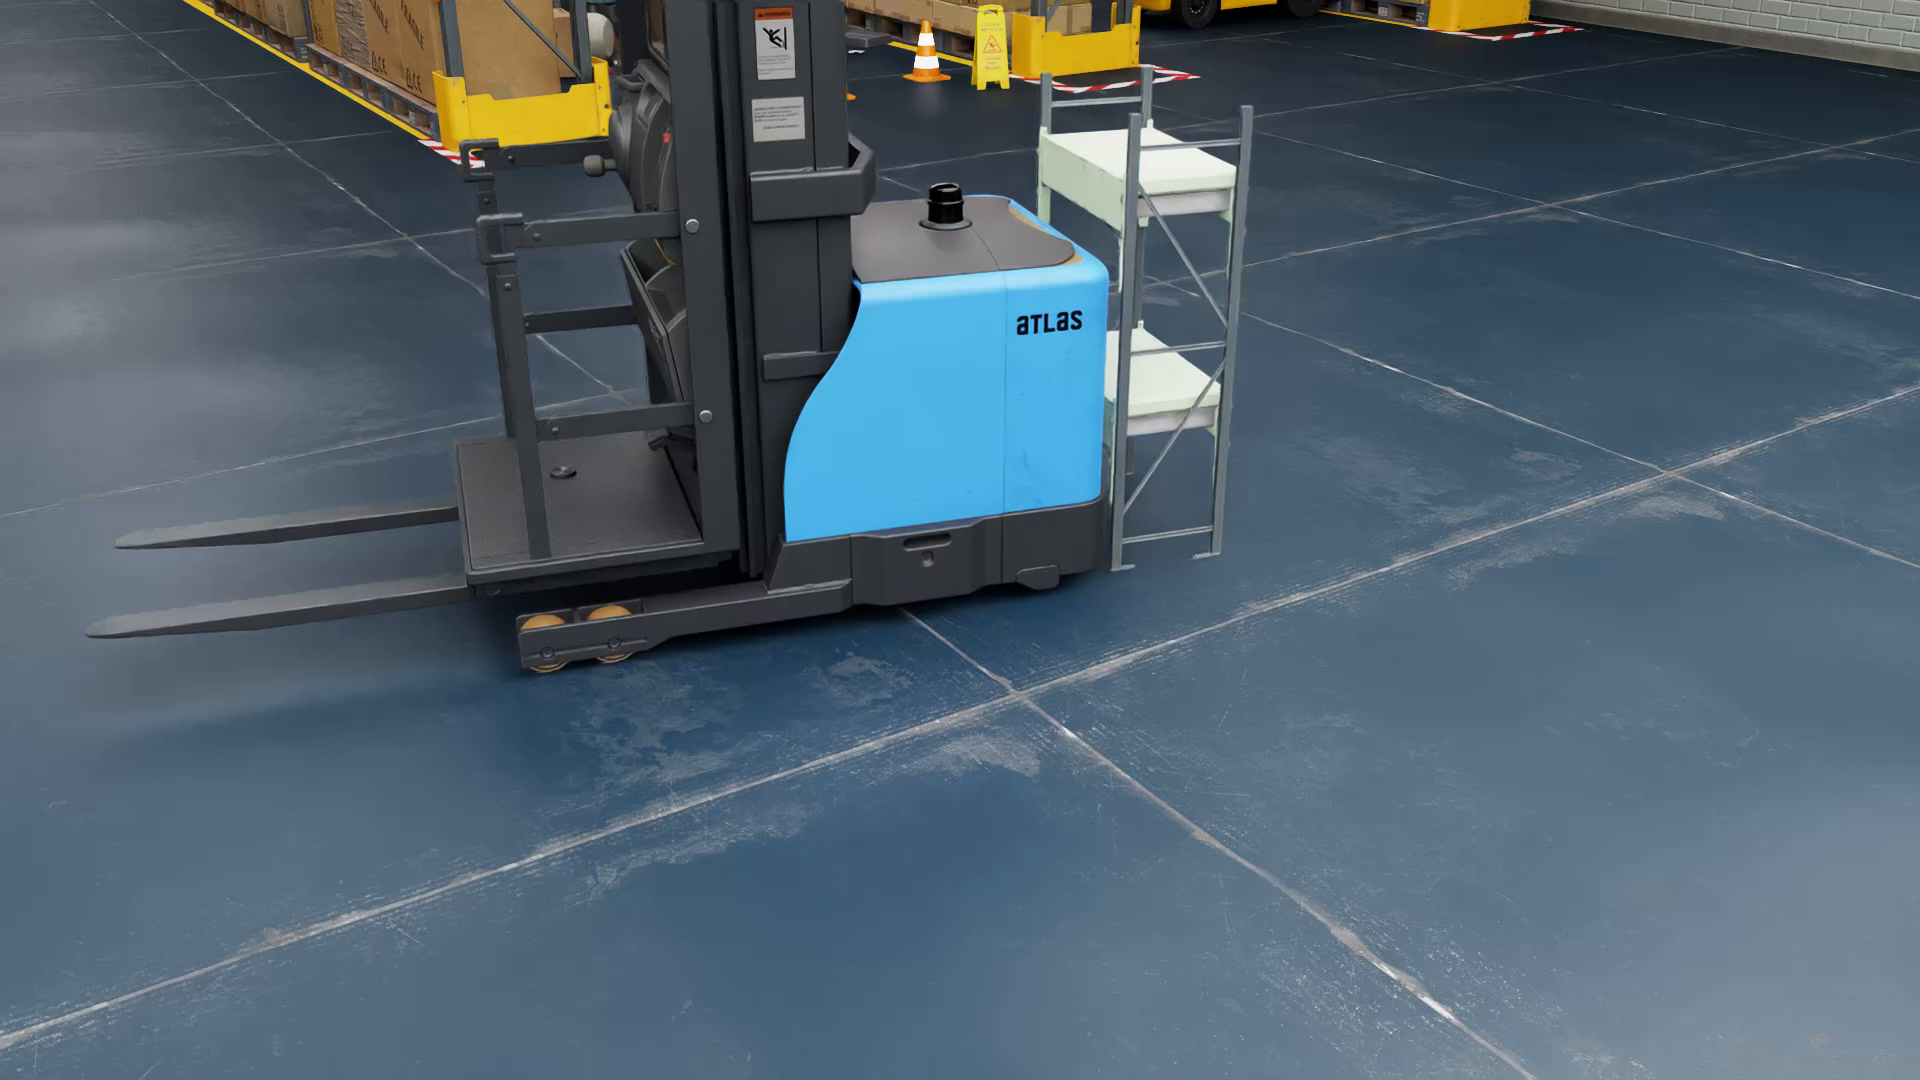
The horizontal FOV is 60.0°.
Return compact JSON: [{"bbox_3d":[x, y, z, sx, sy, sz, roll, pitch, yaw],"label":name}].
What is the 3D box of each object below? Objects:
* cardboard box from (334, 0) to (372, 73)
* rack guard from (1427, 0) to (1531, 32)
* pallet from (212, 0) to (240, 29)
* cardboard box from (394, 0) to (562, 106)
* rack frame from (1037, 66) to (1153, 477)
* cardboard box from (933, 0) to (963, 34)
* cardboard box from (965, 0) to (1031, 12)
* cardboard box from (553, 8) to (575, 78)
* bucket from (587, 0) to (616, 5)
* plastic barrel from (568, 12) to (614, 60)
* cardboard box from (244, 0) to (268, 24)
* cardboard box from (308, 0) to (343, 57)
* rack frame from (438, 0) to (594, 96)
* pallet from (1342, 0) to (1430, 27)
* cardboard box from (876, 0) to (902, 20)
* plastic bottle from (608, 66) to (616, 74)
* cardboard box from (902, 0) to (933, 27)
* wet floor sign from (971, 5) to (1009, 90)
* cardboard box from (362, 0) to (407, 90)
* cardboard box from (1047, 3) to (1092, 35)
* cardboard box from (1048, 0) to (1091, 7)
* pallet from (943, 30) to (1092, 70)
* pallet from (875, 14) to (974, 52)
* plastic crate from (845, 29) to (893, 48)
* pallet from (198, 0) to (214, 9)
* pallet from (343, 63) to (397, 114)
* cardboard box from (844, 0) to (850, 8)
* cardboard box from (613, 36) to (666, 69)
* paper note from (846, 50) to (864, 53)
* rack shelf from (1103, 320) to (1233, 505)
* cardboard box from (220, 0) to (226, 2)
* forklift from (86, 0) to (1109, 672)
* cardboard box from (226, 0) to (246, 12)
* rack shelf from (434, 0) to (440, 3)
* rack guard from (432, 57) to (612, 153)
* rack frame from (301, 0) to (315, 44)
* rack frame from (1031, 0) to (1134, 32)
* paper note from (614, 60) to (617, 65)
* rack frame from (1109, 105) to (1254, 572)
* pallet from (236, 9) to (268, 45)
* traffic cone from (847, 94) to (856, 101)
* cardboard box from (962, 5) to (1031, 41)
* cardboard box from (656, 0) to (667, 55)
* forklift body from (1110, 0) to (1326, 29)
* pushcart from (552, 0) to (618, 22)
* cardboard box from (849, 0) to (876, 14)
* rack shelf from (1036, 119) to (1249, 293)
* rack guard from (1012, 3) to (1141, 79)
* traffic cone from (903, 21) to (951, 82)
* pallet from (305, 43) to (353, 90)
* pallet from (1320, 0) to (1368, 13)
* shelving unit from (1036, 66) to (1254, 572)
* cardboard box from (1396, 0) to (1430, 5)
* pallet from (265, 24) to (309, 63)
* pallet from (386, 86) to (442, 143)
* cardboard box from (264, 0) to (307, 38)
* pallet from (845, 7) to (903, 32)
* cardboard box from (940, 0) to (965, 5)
[{"bbox_3d":[-4.457,-4.290,13.321,0.875,0.875,0.875,-15,29,-29],"label":"cardboard box"},{"bbox_3d":[5.209,-5.402,16.607,1.175,0.500,0.348,-16,29,-30],"label":"rack guard"},{"bbox_3d":[-7.053,-5.494,17.140,1.003,0.211,1.213,-16,29,-30],"label":"pallet"},{"bbox_3d":[-3.479,-3.649,11.963,0.875,0.875,0.875,-15,29,-29],"label":"cardboard box"},{"bbox_3d":[0.460,-0.899,5.897,0.400,1.500,0.023,-8,26,-16],"label":"rack frame"},{"bbox_3d":[0.096,-4.743,15.012,0.500,0.250,0.500,-15,29,-29],"label":"cardboard box"},{"bbox_3d":[0.383,-4.894,14.454,0.500,0.500,0.500,-15,29,-29],"label":"cardboard box"},{"bbox_3d":[-3.530,-4.178,14.013,0.500,0.500,0.500,-10,27,-21],"label":"cardboard box"},{"bbox_3d":[-3.231,-5.319,15.558,0.726,0.611,0.620,-6,16,-12],"label":"bucket"},{"bbox_3d":[-3.333,-4.410,14.597,0.512,0.421,0.421,3,25,6],"label":"plastic barrel"},{"bbox_3d":[-6.175,-5.343,15.698,1.050,0.750,0.750,-16,29,-30],"label":"cardboard box"},{"bbox_3d":[-4.952,-4.612,14.002,0.875,0.875,0.875,-15,29,-29],"label":"cardboard box"},{"bbox_3d":[-3.053,-4.193,11.118,1.000,3.000,0.127,-16,29,-30],"label":"rack frame"},{"bbox_3d":[4.743,-5.544,17.246,1.003,0.211,1.213,-16,29,-30],"label":"pallet"},{"bbox_3d":[-0.456,-5.109,15.787,0.500,0.250,0.500,-16,30,-30],"label":"cardboard box"},{"bbox_3d":[-3.062,-3.983,14.115,0.133,0.061,0.283,18,31,33],"label":"plastic bottle"},{"bbox_3d":[-0.194,-4.929,15.406,0.500,0.250,0.500,-17,30,-31],"label":"cardboard box"},{"bbox_3d":[0.246,-4.001,13.469,0.267,0.644,0.232,-6,26,-12],"label":"wet floor sign"},{"bbox_3d":[-3.961,-3.963,12.629,0.875,0.875,0.875,-16,30,-30],"label":"cardboard box"},{"bbox_3d":[0.830,-4.682,14.884,0.500,0.250,0.500,-16,30,-30],"label":"cardboard box"},{"bbox_3d":[0.817,-5.030,14.741,0.500,0.500,0.500,-17,30,-31],"label":"cardboard box"},{"bbox_3d":[0.583,-4.448,14.924,1.003,0.211,1.213,-16,29,-30],"label":"pallet"},{"bbox_3d":[-0.079,-4.884,15.848,1.003,0.211,1.213,-16,29,-30],"label":"pallet"},{"bbox_3d":[-0.975,-4.740,15.698,0.583,0.080,0.402,18,31,33],"label":"plastic crate"},{"bbox_3d":[-7.846,-6.073,18.368,1.003,0.211,1.213,-16,29,-30],"label":"pallet"},{"bbox_3d":[-4.217,-3.636,13.204,1.003,0.211,1.213,-16,29,-30],"label":"pallet"},{"bbox_3d":[-1.049,-5.486,16.586,0.500,0.250,0.500,-17,30,-32],"label":"cardboard box"},{"bbox_3d":[-2.756,-4.202,14.340,0.396,0.266,0.258,-10,27,-21],"label":"cardboard box"},{"bbox_3d":[-0.955,-4.459,15.160,0.148,0.019,0.142,18,31,33],"label":"paper note"},{"bbox_3d":[0.575,-0.455,5.721,0.431,0.370,0.720,-8,26,-16],"label":"rack shelf"},{"bbox_3d":[-7.164,-5.988,17.065,1.050,0.750,0.750,-16,30,-30],"label":"cardboard box"},{"bbox_3d":[-1.109,-1.187,4.830,3.031,2.935,1.130,-8,26,-16],"label":"forklift"},{"bbox_3d":[-6.684,-5.676,16.404,1.050,0.750,0.750,-15,29,-29],"label":"cardboard box"},{"bbox_3d":[-4.145,-4.583,12.787,1.077,0.370,4.000,-16,29,-30],"label":"rack shelf"},{"bbox_3d":[-3.040,-3.054,11.634,1.175,0.500,0.348,-16,29,-30],"label":"rack guard"},{"bbox_3d":[-5.237,-5.624,14.149,1.000,3.000,0.127,-16,29,-30],"label":"rack frame"},{"bbox_3d":[1.039,-5.383,13.639,1.000,3.000,0.127,-16,29,-30],"label":"rack frame"},{"bbox_3d":[-2.963,-4.218,14.659,0.172,0.023,0.155,-6,26,-12],"label":"paper note"},{"bbox_3d":[0.689,-0.602,5.268,0.400,1.500,0.023,-8,26,-16],"label":"rack frame"},{"bbox_3d":[-6.392,-5.058,16.217,1.003,0.211,1.213,-16,29,-30],"label":"pallet"},{"bbox_3d":[-1.021,-3.708,13.064,0.336,0.463,0.334,-16,29,-30],"label":"traffic cone"},{"bbox_3d":[0.359,-4.564,14.634,0.500,0.250,0.500,-16,29,-30],"label":"cardboard box"},{"bbox_3d":[-2.559,-4.686,14.928,0.797,0.637,0.503,-16,29,-30],"label":"cardboard box"},{"bbox_3d":[2.632,-6.410,16.809,2.313,2.155,1.214,-16,29,-30],"label":"forklift body"},{"bbox_3d":[-3.028,-5.078,16.066,0.936,0.377,1.648,18,31,33],"label":"pushcart"},{"bbox_3d":[-0.748,-5.298,16.187,0.500,0.250,0.500,-14,29,-27],"label":"cardboard box"},{"bbox_3d":[0.575,-1.103,5.416,0.431,0.370,0.720,-8,26,-16],"label":"rack shelf"},{"bbox_3d":[0.997,-4.280,14.230,1.175,0.500,0.348,-16,29,-30],"label":"rack guard"},{"bbox_3d":[-0.277,-4.089,13.869,0.336,0.463,0.334,-16,29,-30],"label":"traffic cone"},{"bbox_3d":[-4.888,-4.072,14.130,1.003,0.211,1.213,-16,29,-30],"label":"pallet"},{"bbox_3d":[4.081,-5.980,18.169,1.003,0.211,1.213,-16,29,-30],"label":"pallet"},{"bbox_3d":[0.575,-0.750,5.582,0.431,1.500,0.755,-8,26,-16],"label":"shelving unit"},{"bbox_3d":[4.674,-5.582,16.789,0.500,0.250,0.500,-15,29,-29],"label":"cardboard box"},{"bbox_3d":[-5.721,-4.621,15.292,1.003,0.211,1.213,-16,29,-30],"label":"pallet"},{"bbox_3d":[-3.556,-3.200,12.281,1.003,0.211,1.213,-16,29,-30],"label":"pallet"},{"bbox_3d":[-5.651,-4.997,14.966,1.050,0.750,0.750,-16,29,-30],"label":"cardboard box"},{"bbox_3d":[-0.749,-5.320,16.773,1.003,0.211,1.213,-16,29,-30],"label":"pallet"},{"bbox_3d":[0.095,-5.080,14.848,0.500,0.500,0.500,-14,29,-28],"label":"cardboard box"}]
